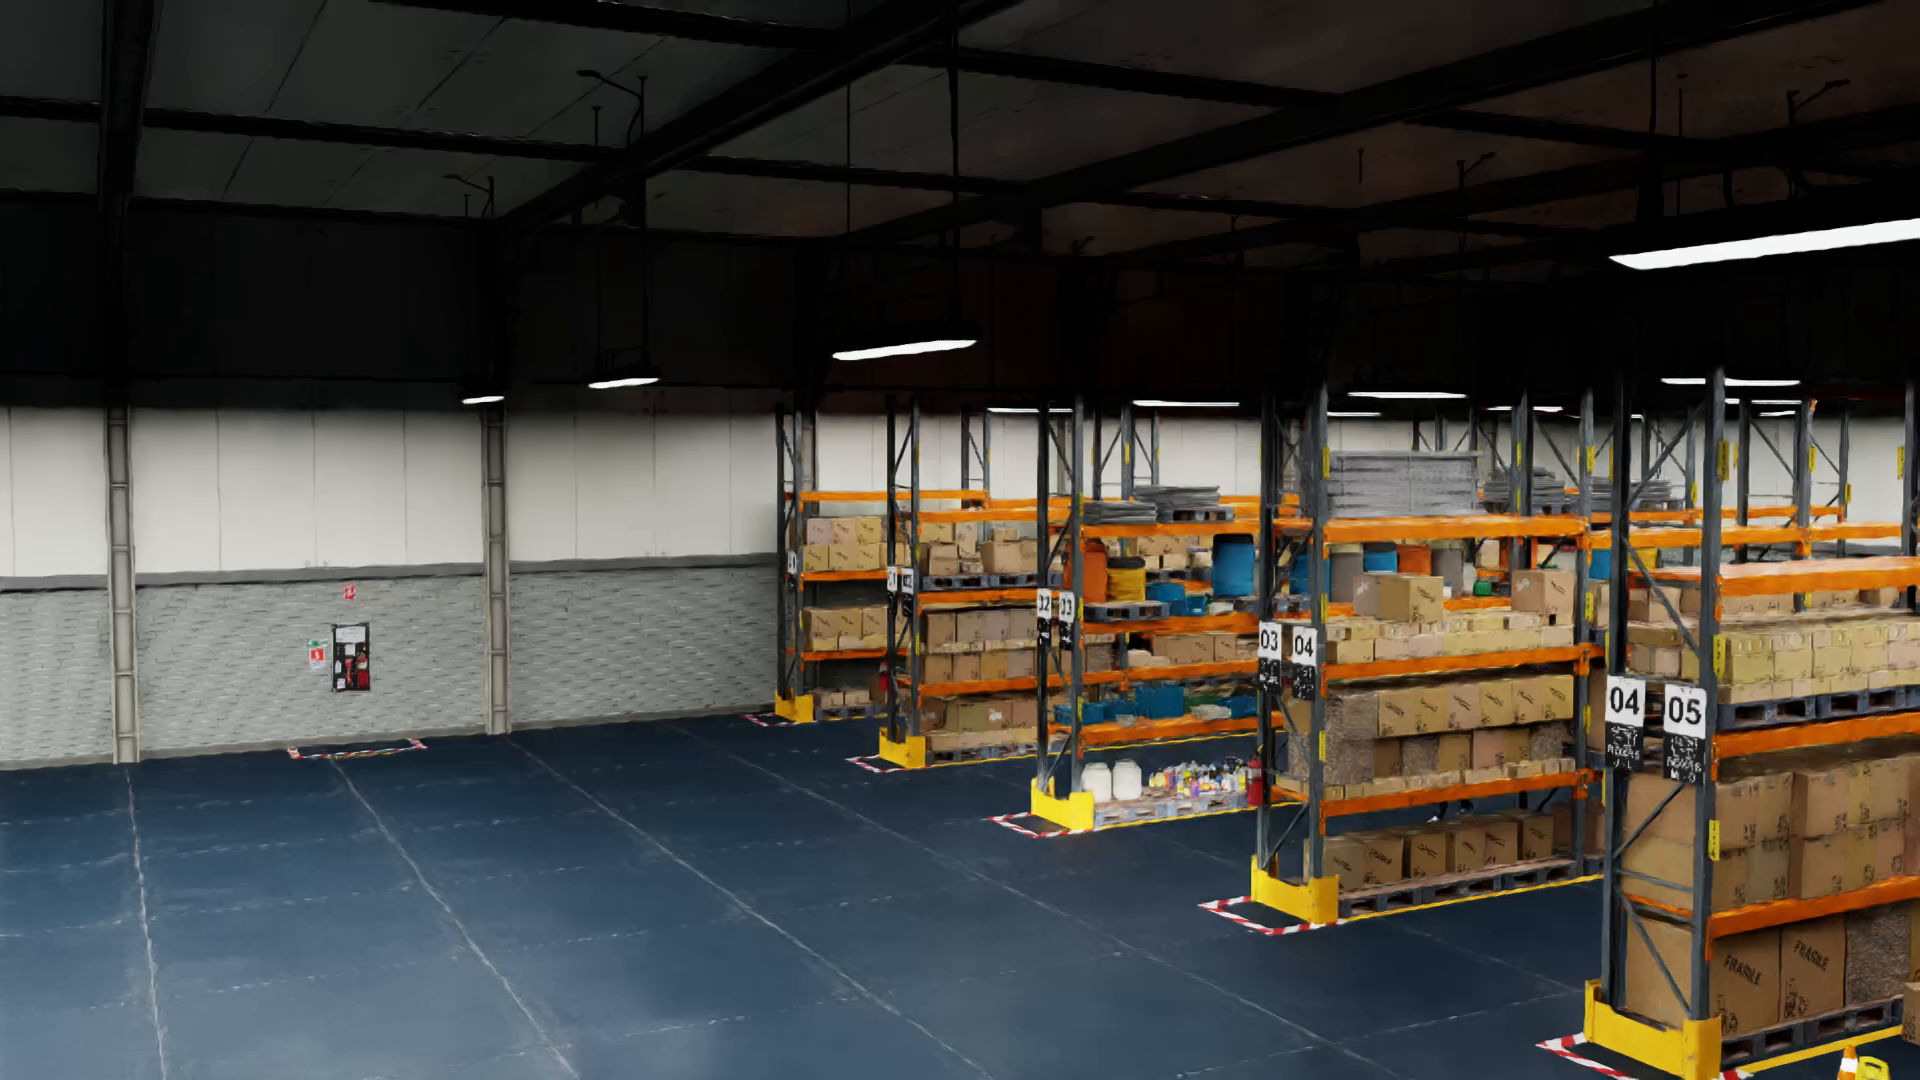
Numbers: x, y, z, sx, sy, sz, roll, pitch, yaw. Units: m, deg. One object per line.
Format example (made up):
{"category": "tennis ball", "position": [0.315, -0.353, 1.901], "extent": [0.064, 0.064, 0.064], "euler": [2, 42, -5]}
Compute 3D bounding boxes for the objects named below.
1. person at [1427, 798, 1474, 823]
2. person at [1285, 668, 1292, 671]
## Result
{"category": "person", "position": [6.697, 3.097, 22.807], "extent": [1.038, 1.514, 0.419], "euler": [-2, 4, -30]}
{"category": "person", "position": [6.640, 2.438, 32.966], "extent": [0.552, 1.742, 0.677], "euler": [-2, 4, -29]}
